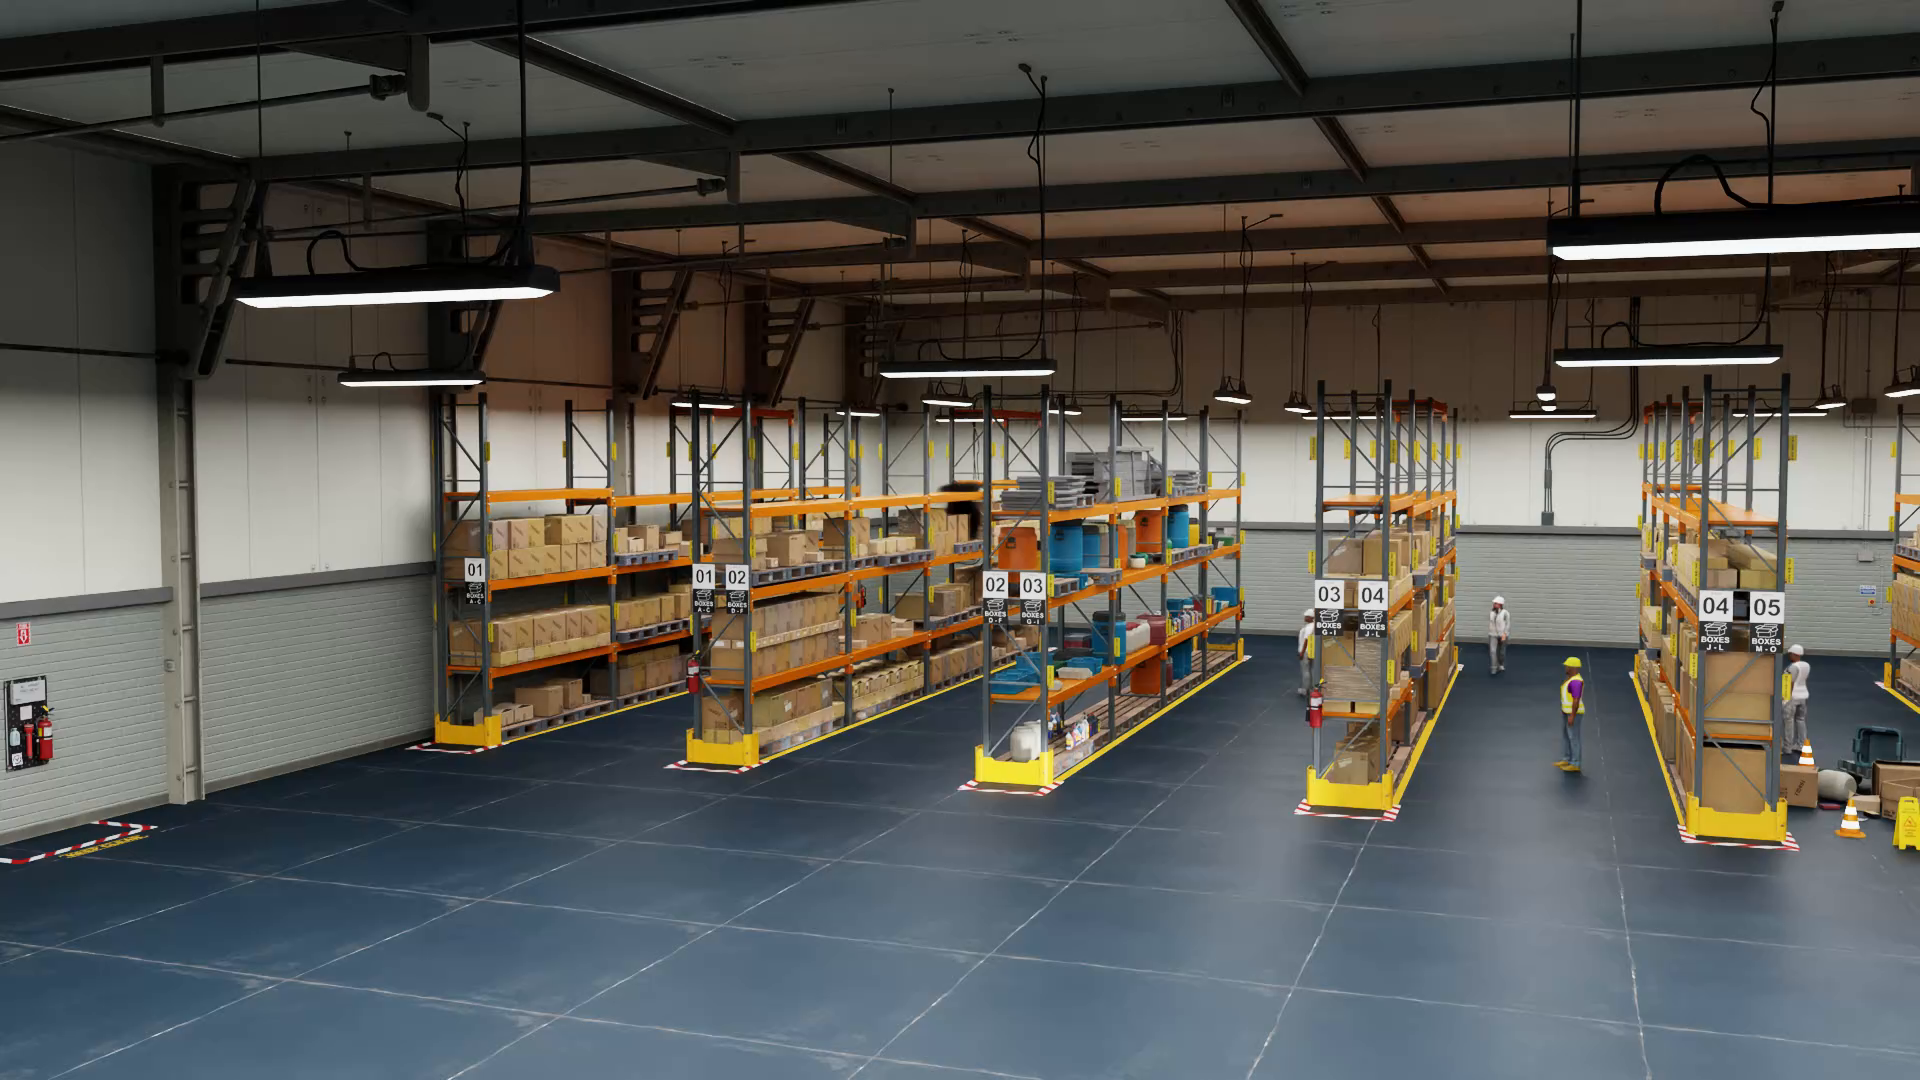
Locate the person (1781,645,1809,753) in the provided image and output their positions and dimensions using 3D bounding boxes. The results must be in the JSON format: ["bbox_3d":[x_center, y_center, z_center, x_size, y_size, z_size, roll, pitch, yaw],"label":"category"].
[{"bbox_3d":[13.898,2.639,27.717,0.589,1.792,0.407,-1,3,-18],"label":"person"}]

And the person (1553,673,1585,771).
[{"bbox_3d":[9.570,2.845,26.082,0.418,1.518,0.585,0,3,6],"label":"person"}]

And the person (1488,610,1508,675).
[{"bbox_3d":[12.115,2.286,37.442,0.449,1.452,1.018,1,3,16],"label":"person"}]

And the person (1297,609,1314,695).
[{"bbox_3d":[9.685,2.722,26.327,14.371,1.765,10.027,2,4,38],"label":"person"}]
